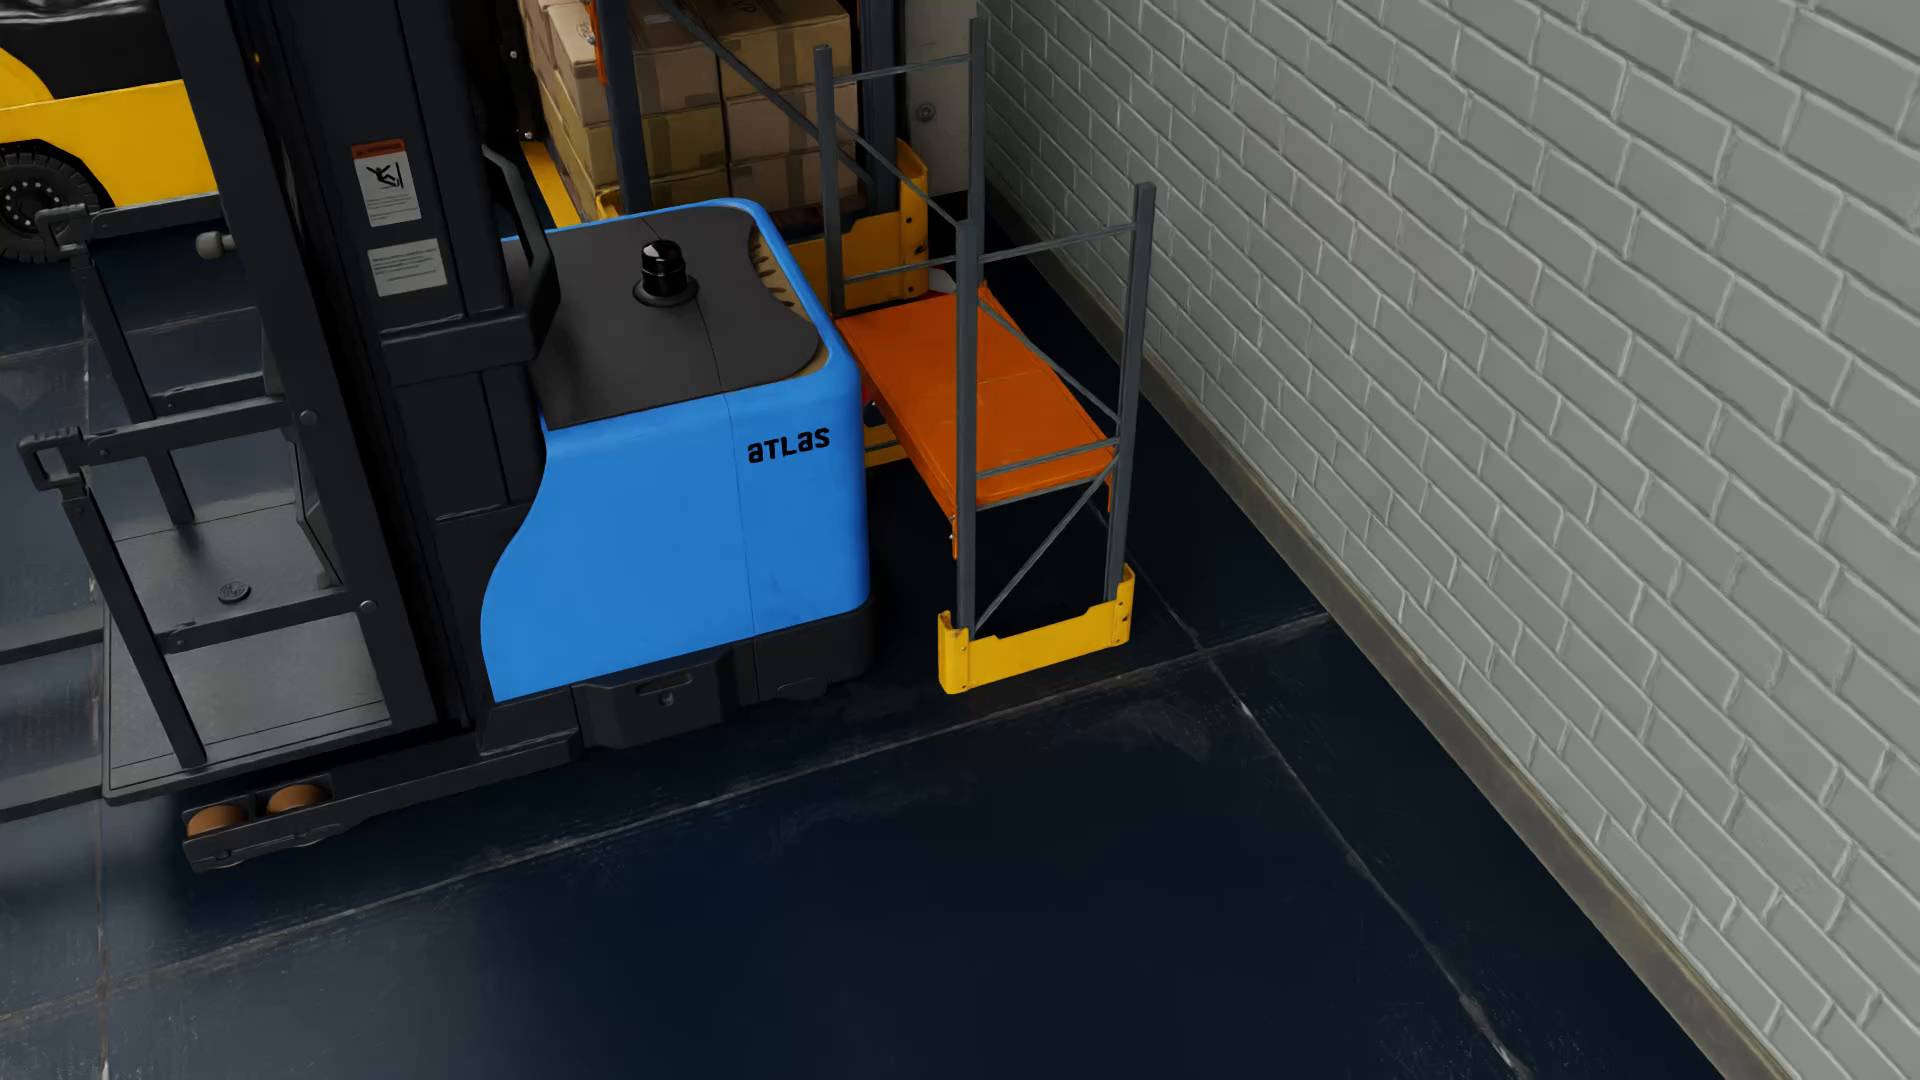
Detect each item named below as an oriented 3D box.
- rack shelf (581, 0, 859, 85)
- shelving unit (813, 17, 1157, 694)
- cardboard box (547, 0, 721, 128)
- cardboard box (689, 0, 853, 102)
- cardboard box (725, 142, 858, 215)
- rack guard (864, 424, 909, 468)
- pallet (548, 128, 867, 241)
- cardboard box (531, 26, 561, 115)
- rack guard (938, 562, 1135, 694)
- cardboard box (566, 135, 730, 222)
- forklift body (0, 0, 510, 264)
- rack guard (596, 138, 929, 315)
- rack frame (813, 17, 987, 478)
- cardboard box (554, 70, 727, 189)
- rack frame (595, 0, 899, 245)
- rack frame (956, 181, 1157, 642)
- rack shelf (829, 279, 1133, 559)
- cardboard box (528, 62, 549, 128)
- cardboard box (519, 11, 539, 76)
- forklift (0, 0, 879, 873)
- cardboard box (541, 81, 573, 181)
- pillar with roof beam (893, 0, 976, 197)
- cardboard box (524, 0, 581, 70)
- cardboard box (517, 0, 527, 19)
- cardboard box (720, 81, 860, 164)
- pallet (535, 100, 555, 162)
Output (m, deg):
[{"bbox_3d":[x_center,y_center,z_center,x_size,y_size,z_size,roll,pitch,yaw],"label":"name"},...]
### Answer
[{"bbox_3d":[-1.478,-2.984,6.971,1.077,0.370,4.000,-15,43,-17],"label":"rack shelf"},{"bbox_3d":[0.029,-0.523,4.708,0.587,1.500,1.083,-15,43,-17],"label":"shelving unit"},{"bbox_3d":[-1.177,-1.747,6.001,0.500,0.250,0.500,-14,43,-15],"label":"cardboard box"},{"bbox_3d":[-0.722,-1.884,6.160,0.500,0.250,0.500,-16,43,-18],"label":"cardboard box"},{"bbox_3d":[-0.720,-1.513,6.496,0.500,0.250,0.500,-15,43,-17],"label":"cardboard box"},{"bbox_3d":[-0.161,-0.349,5.464,0.587,0.250,0.087,-15,43,-17],"label":"rack guard"},{"bbox_3d":[-1.044,-1.445,6.768,1.003,0.211,1.213,-15,43,-17],"label":"pallet"},{"bbox_3d":[-1.370,-1.878,6.537,0.500,0.250,0.500,-16,43,-17],"label":"cardboard box"},{"bbox_3d":[0.220,0.251,4.766,0.587,0.250,0.087,-15,43,-17],"label":"rack guard"},{"bbox_3d":[-1.185,-1.373,6.332,0.500,0.250,0.500,-15,43,-17],"label":"cardboard box"},{"bbox_3d":[-3.124,-2.417,6.411,2.313,2.155,1.214,-15,43,-17],"label":"forklift body"},{"bbox_3d":[-0.704,-1.089,6.133,1.175,0.500,0.348,-15,43,-17],"label":"rack guard"},{"bbox_3d":[-0.162,-0.823,5.057,0.500,1.500,0.032,-15,43,-17],"label":"rack frame"},{"bbox_3d":[-1.188,-1.573,6.182,0.500,0.250,0.500,-16,43,-17],"label":"cardboard box"},{"bbox_3d":[-0.713,-2.052,5.335,1.000,3.000,0.127,-15,43,-17],"label":"rack frame"},{"bbox_3d":[0.227,-0.211,4.345,0.500,1.500,0.032,-15,43,-17],"label":"rack frame"},{"bbox_3d":[0.033,-0.381,4.819,0.538,0.185,1.000,-15,43,-17],"label":"rack shelf"},{"bbox_3d":[-1.549,-1.978,7.036,0.500,0.250,0.500,-15,43,-16],"label":"cardboard box"},{"bbox_3d":[-1.587,-2.184,6.892,0.500,0.250,0.500,-16,43,-18],"label":"cardboard box"},{"bbox_3d":[-1.803,-0.661,3.770,3.031,2.935,1.130,-14,43,-16],"label":"forklift"},{"bbox_3d":[-1.366,-1.674,6.683,0.500,0.250,0.500,-15,43,-17],"label":"cardboard box"},{"bbox_3d":[-4.124,-3.897,2.879,9.100,9.000,0.400,-15,43,-17],"label":"pillar with roof beam"},{"bbox_3d":[-1.378,-2.053,6.357,0.500,0.250,0.500,-14,43,-16],"label":"cardboard box"},{"bbox_3d":[-1.581,-2.355,6.707,0.500,0.250,0.500,-15,43,-16],"label":"cardboard box"},{"bbox_3d":[-0.701,-1.693,6.321,0.500,0.250,0.500,-14,43,-16],"label":"cardboard box"},{"bbox_3d":[-1.507,-2.178,7.621,1.003,0.211,1.213,-15,43,-17],"label":"pallet"}]
